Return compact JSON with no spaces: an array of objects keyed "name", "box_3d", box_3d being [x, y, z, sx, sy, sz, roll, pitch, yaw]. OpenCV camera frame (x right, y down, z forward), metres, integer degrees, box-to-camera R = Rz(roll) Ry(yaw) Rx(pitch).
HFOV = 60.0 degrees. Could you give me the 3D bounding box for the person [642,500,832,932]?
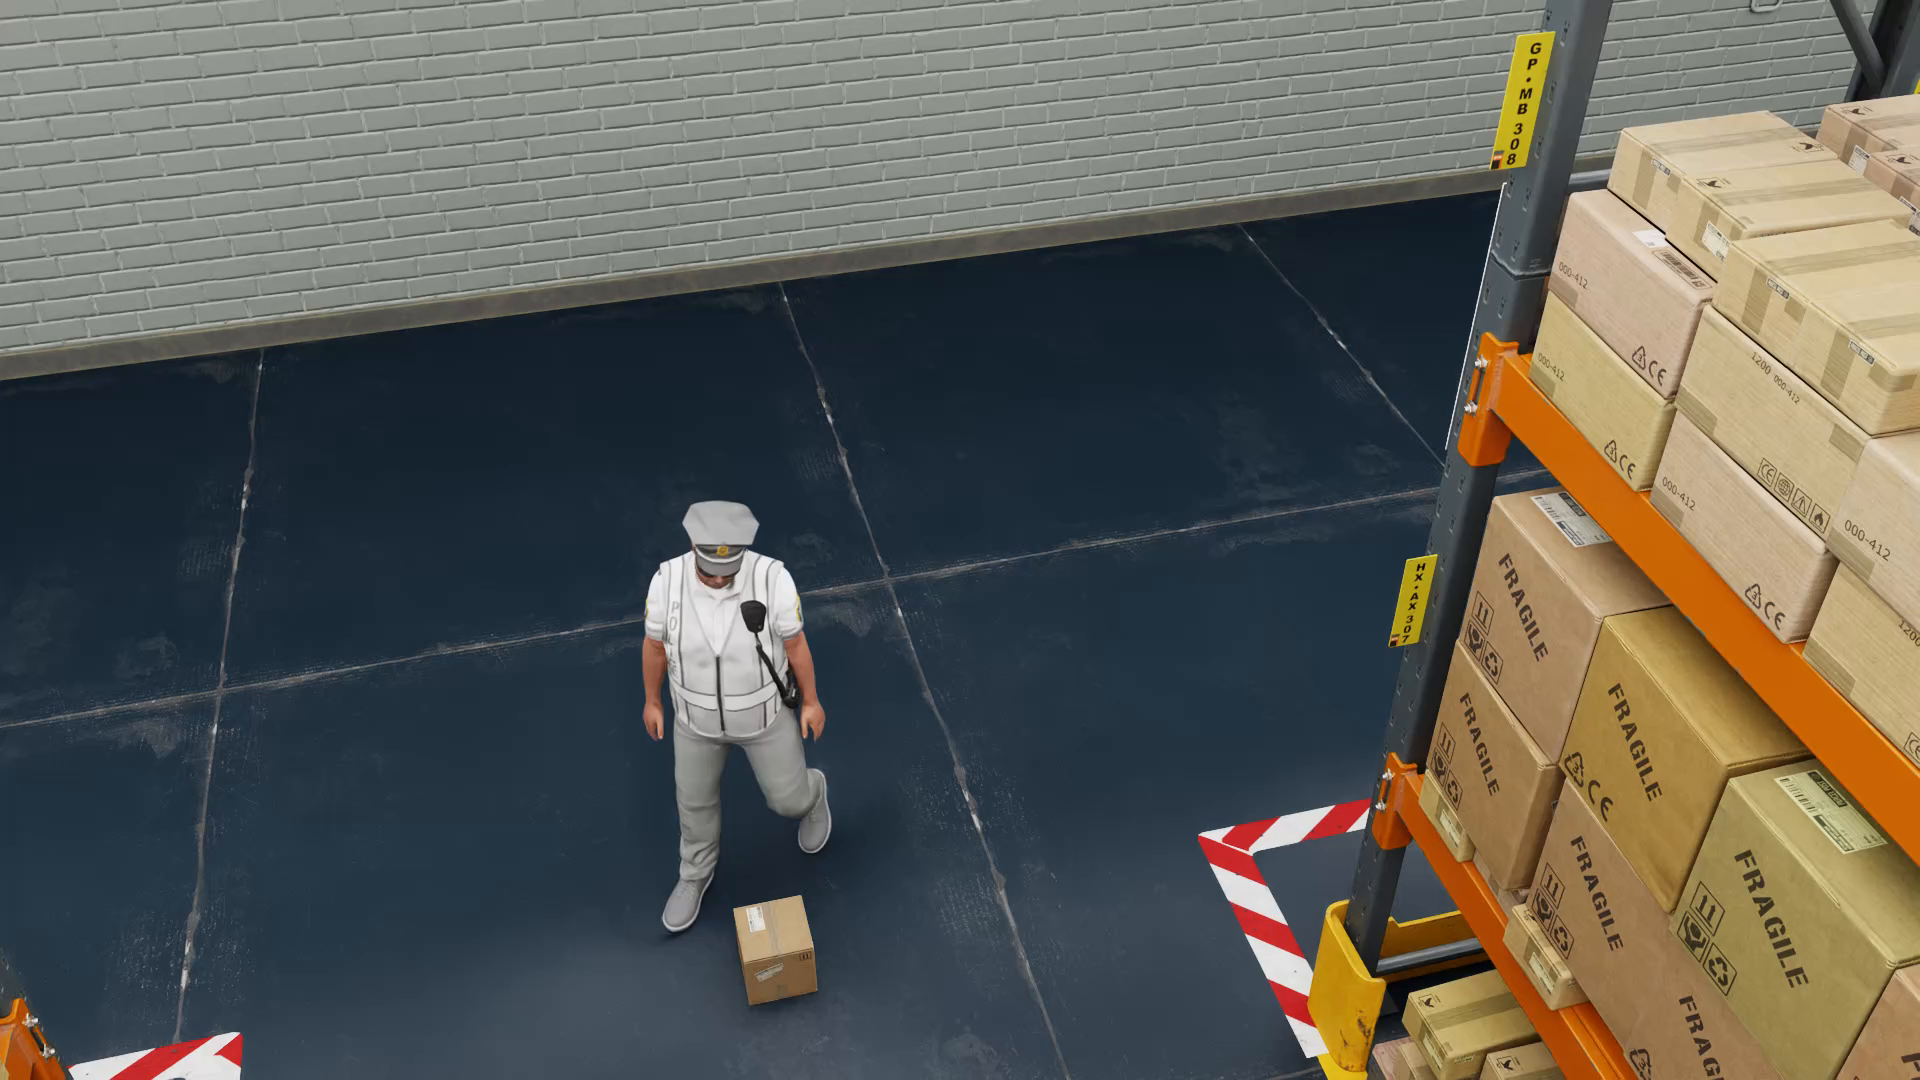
[{"name":"person","box_3d":[-0.820,0.598,5.944,0.658,1.740,0.654,1,38,2]}]
